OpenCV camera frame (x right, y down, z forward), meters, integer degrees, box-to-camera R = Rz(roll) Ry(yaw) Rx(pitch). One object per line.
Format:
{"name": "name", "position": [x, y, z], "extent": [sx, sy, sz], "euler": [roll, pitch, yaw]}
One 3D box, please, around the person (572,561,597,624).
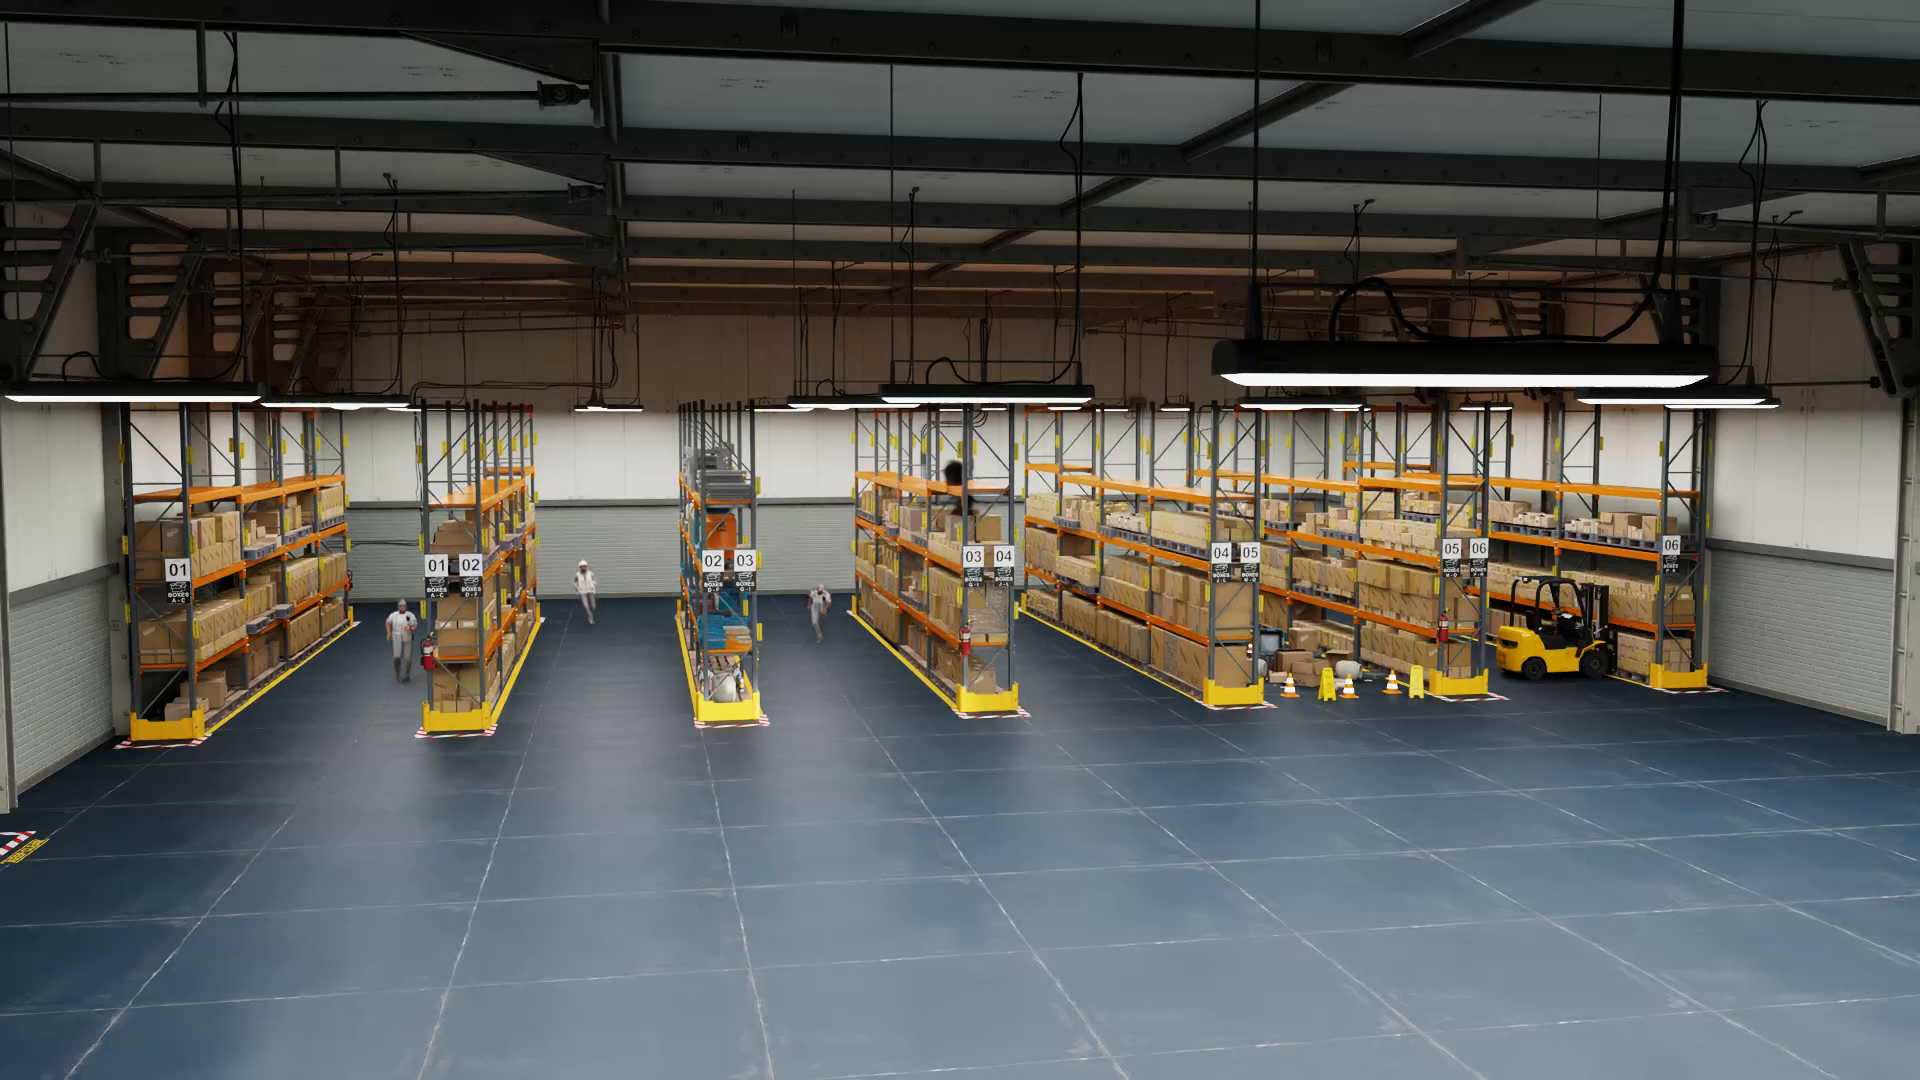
{"name": "person", "position": [-10.286, 1.431, 45.598], "extent": [0.655, 1.725, 0.752], "euler": [-2, 5, -20]}

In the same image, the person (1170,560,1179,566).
{"name": "person", "position": [6.714, 1.105, 50.876], "extent": [0.762, 1.626, 0.620], "euler": [0, 4, -1]}

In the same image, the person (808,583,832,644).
{"name": "person", "position": [-3.527, 1.809, 41.862], "extent": [0.616, 1.515, 1.081], "euler": [0, 4, -4]}

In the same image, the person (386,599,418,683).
{"name": "person", "position": [-11.934, 2.171, 35.561], "extent": [0.655, 1.809, 0.734], "euler": [-1, 5, -18]}
